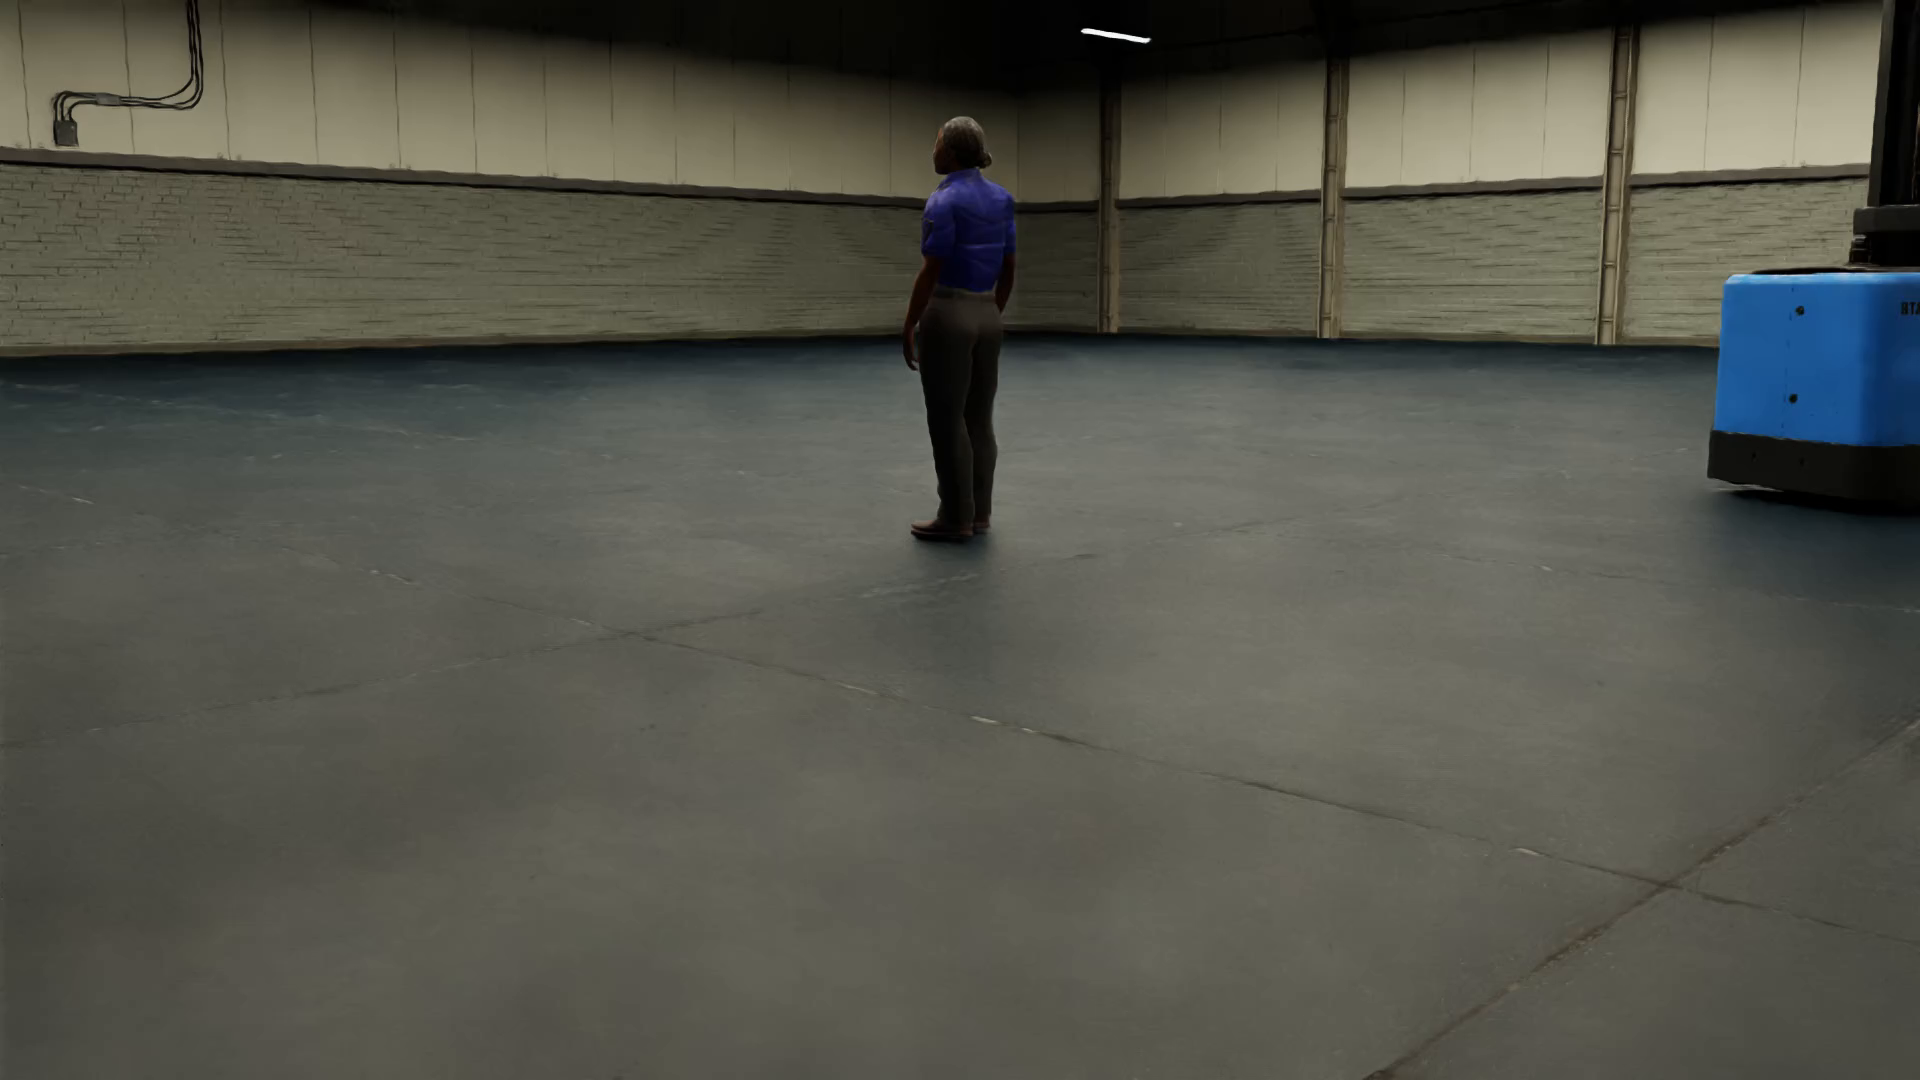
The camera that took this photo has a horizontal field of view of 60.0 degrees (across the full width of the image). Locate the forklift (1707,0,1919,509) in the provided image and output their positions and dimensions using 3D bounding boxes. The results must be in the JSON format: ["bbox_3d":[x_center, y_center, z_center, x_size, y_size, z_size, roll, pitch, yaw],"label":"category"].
[{"bbox_3d":[5.313,-1.689,8.094,3.031,2.935,1.130,-3,9,-17],"label":"forklift"}]

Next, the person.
[{"bbox_3d":[-0.050,-0.836,6.667,0.503,1.654,0.570,8,12,43],"label":"person"}]
